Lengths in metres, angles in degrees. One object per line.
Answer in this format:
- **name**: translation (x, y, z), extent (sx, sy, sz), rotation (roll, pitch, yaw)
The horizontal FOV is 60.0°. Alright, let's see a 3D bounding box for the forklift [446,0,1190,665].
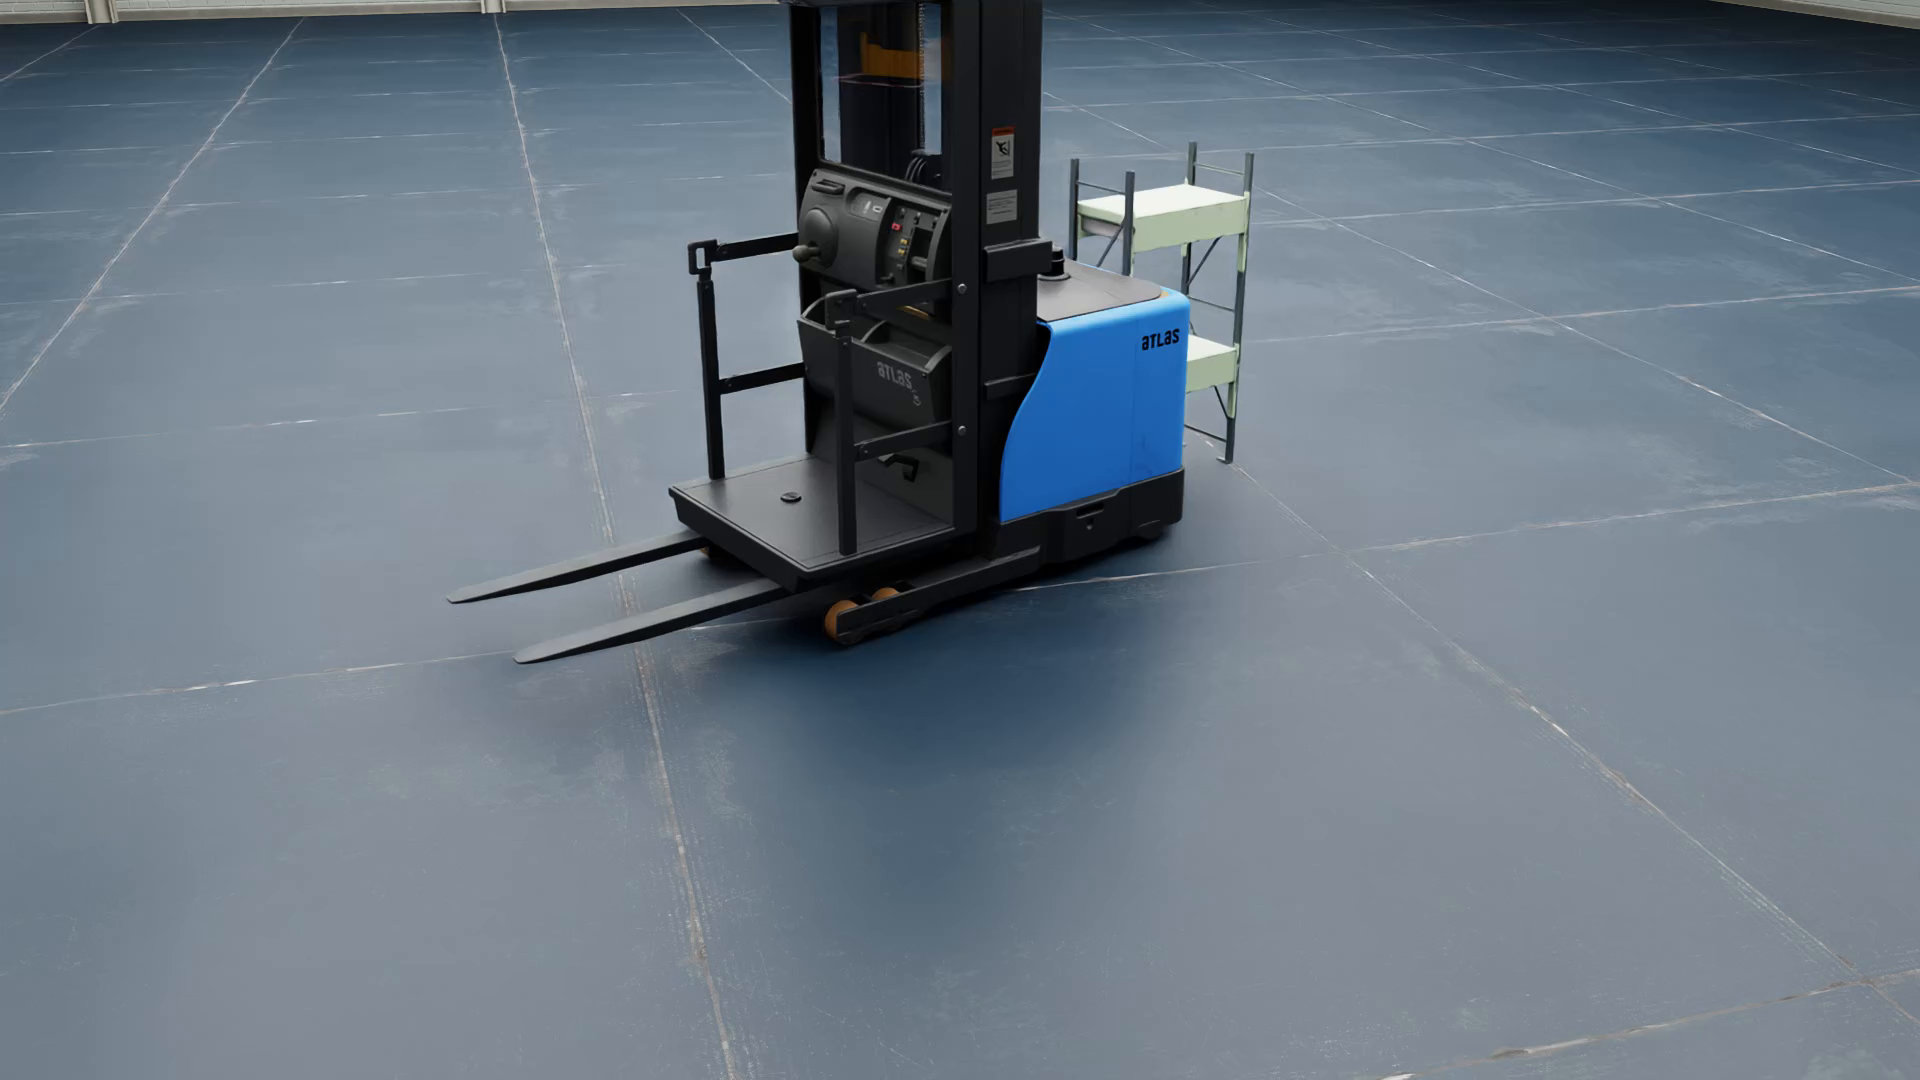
- **forklift**: translation (-0.506, -1.184, 6.292), extent (3.031, 2.935, 1.130), rotation (-17, 28, -34)

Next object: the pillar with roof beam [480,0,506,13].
- **pillar with roof beam**: translation (-6.660, -11.364, 22.321), extent (0.400, 9.000, 9.100), rotation (-6, 24, -14)

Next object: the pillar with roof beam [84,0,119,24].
- **pillar with roof beam**: translation (-12.437, -10.725, 20.832), extent (0.400, 9.000, 9.100), rotation (-6, 24, -14)

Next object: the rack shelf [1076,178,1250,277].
- **rack shelf**: translation (0.914, -1.398, 7.615), extent (0.720, 0.370, 0.431), rotation (-17, 28, -34)

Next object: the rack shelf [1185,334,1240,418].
- **rack shelf**: translation (0.913, -0.739, 7.897), extent (0.720, 0.370, 0.431), rotation (-17, 28, -34)

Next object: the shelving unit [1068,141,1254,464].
- **shelving unit**: translation (0.914, -1.039, 7.769), extent (0.755, 1.500, 0.431), rotation (-17, 28, -34)

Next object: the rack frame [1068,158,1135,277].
- **rack frame**: translation (0.622, -0.952, 7.566), extent (0.023, 1.500, 0.400), rotation (-17, 28, -34)

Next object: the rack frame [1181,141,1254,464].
- **rack frame**: translation (1.205, -1.126, 7.972), extent (0.023, 1.500, 0.400), rotation (-17, 28, -34)
